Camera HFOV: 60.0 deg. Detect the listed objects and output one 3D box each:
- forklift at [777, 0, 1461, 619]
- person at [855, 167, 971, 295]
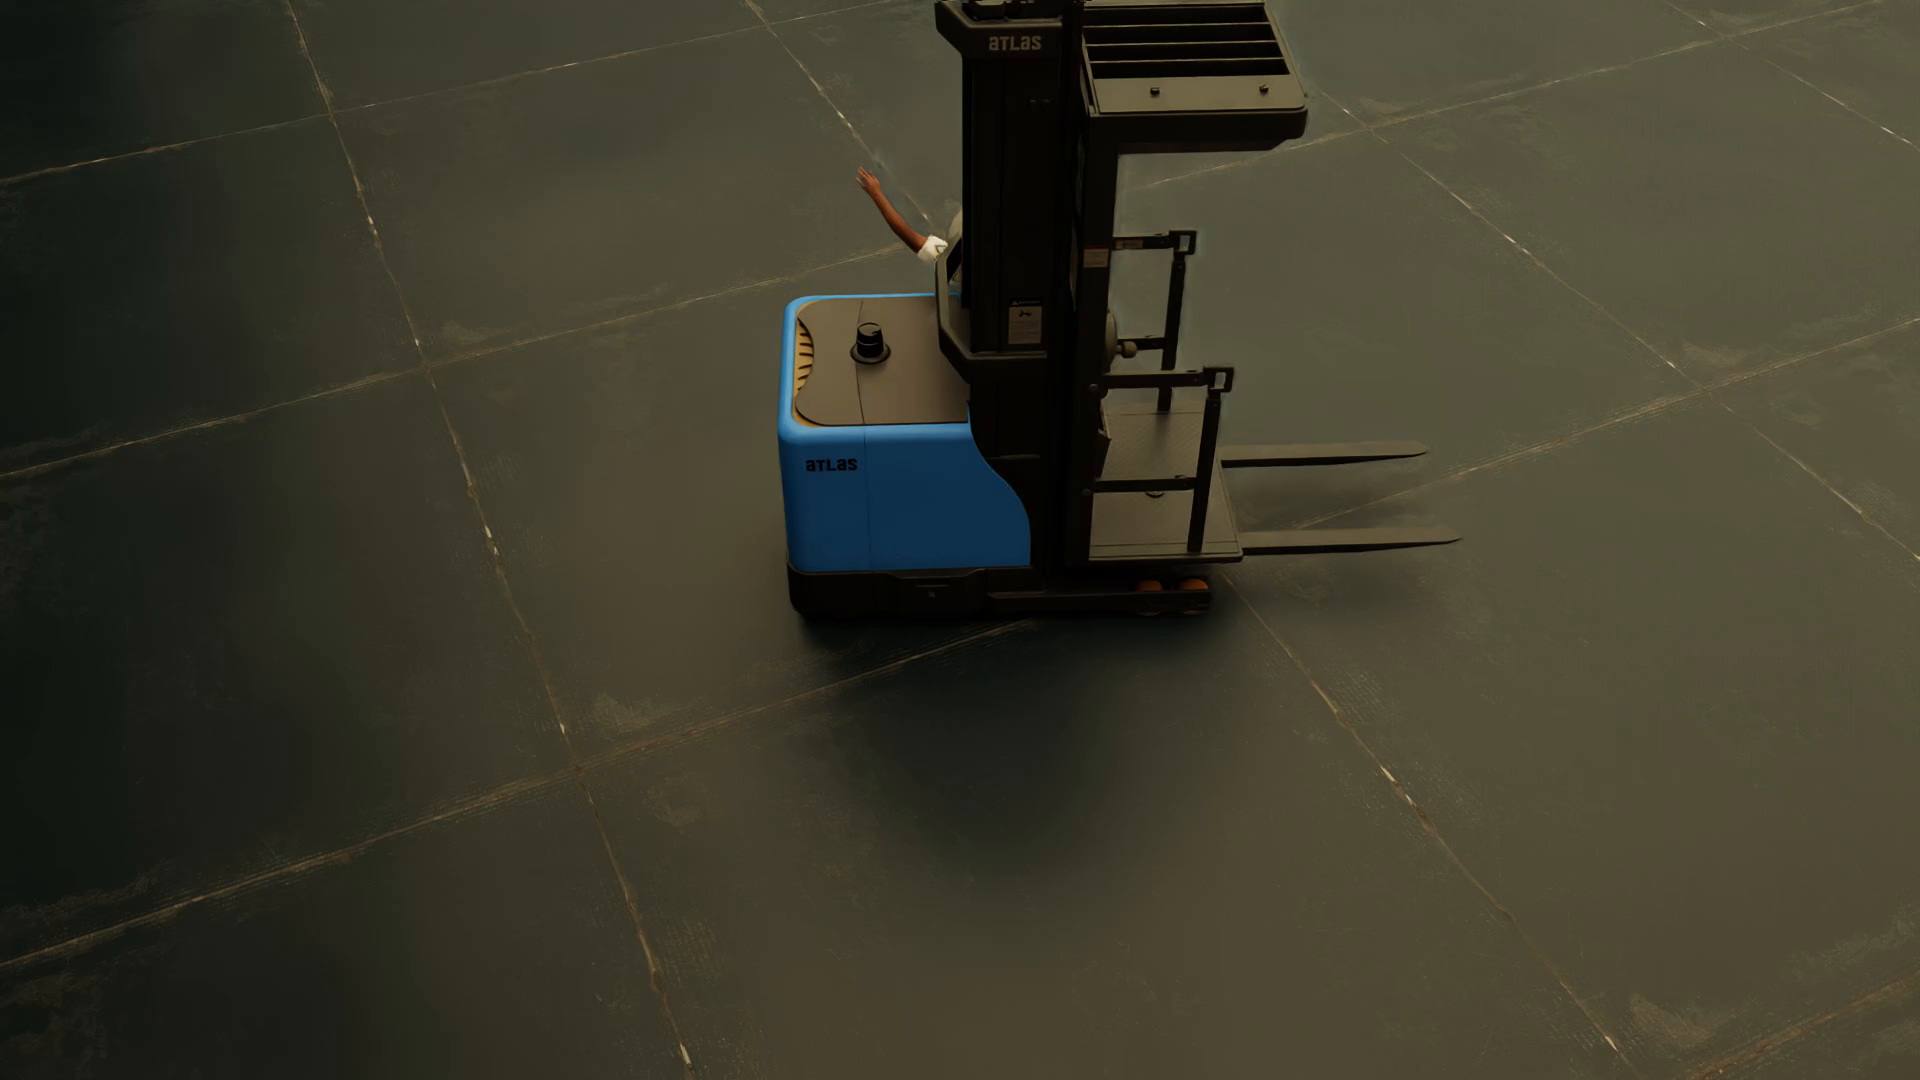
[{"bbox_3d":[0.734,-1.094,6.852,3.031,2.935,1.130,-2,43,-2],"label":"forklift"},{"bbox_3d":[0.030,-1.174,7.833,0.977,1.592,0.820,9,44,10],"label":"person"}]
